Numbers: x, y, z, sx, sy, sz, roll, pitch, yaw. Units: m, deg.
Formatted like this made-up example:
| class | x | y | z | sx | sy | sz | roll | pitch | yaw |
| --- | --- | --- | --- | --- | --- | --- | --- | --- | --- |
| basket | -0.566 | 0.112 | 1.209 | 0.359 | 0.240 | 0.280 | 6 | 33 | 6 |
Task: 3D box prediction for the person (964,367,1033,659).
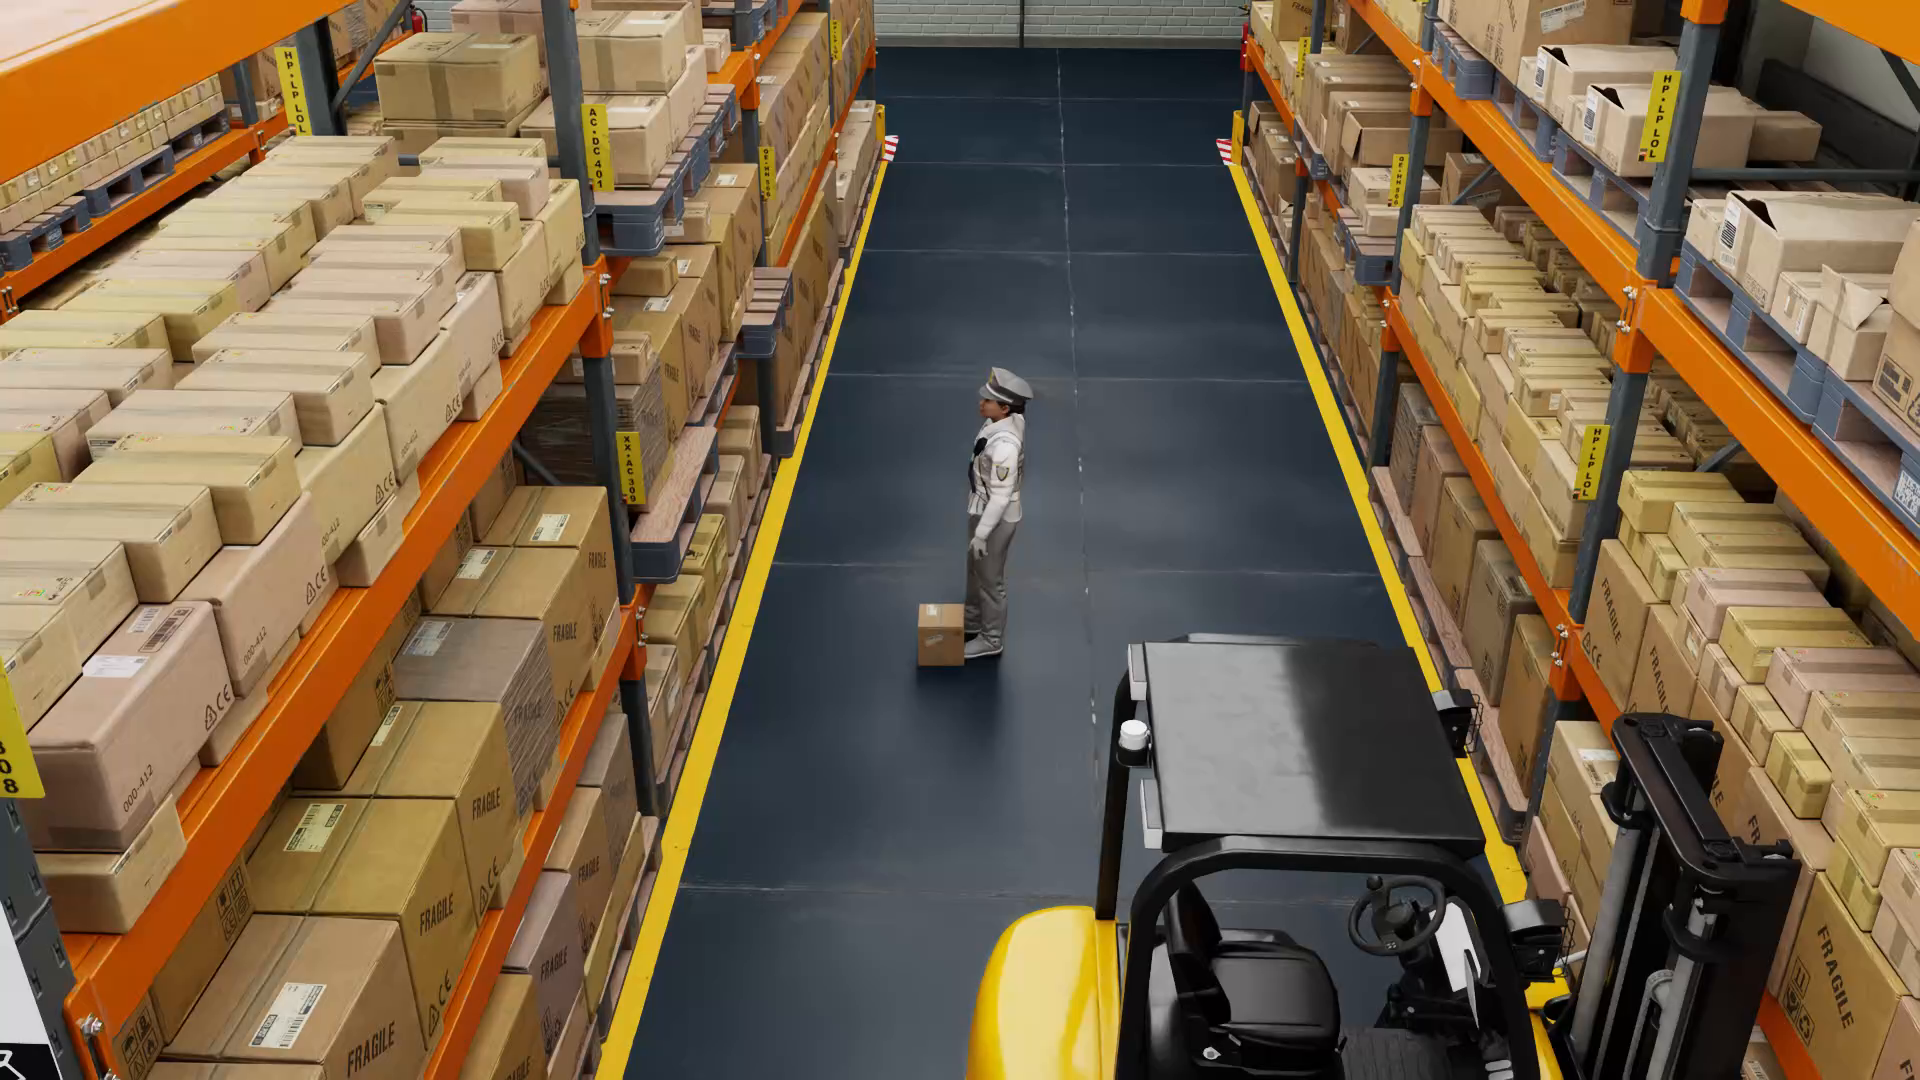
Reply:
| class | x | y | z | sx | sy | sz | roll | pitch | yaw |
| --- | --- | --- | --- | --- | --- | --- | --- | --- | --- |
| person | 0.106 | -0.134 | 8.817 | 0.534 | 1.695 | 0.581 | 1 | 28 | 2 |
